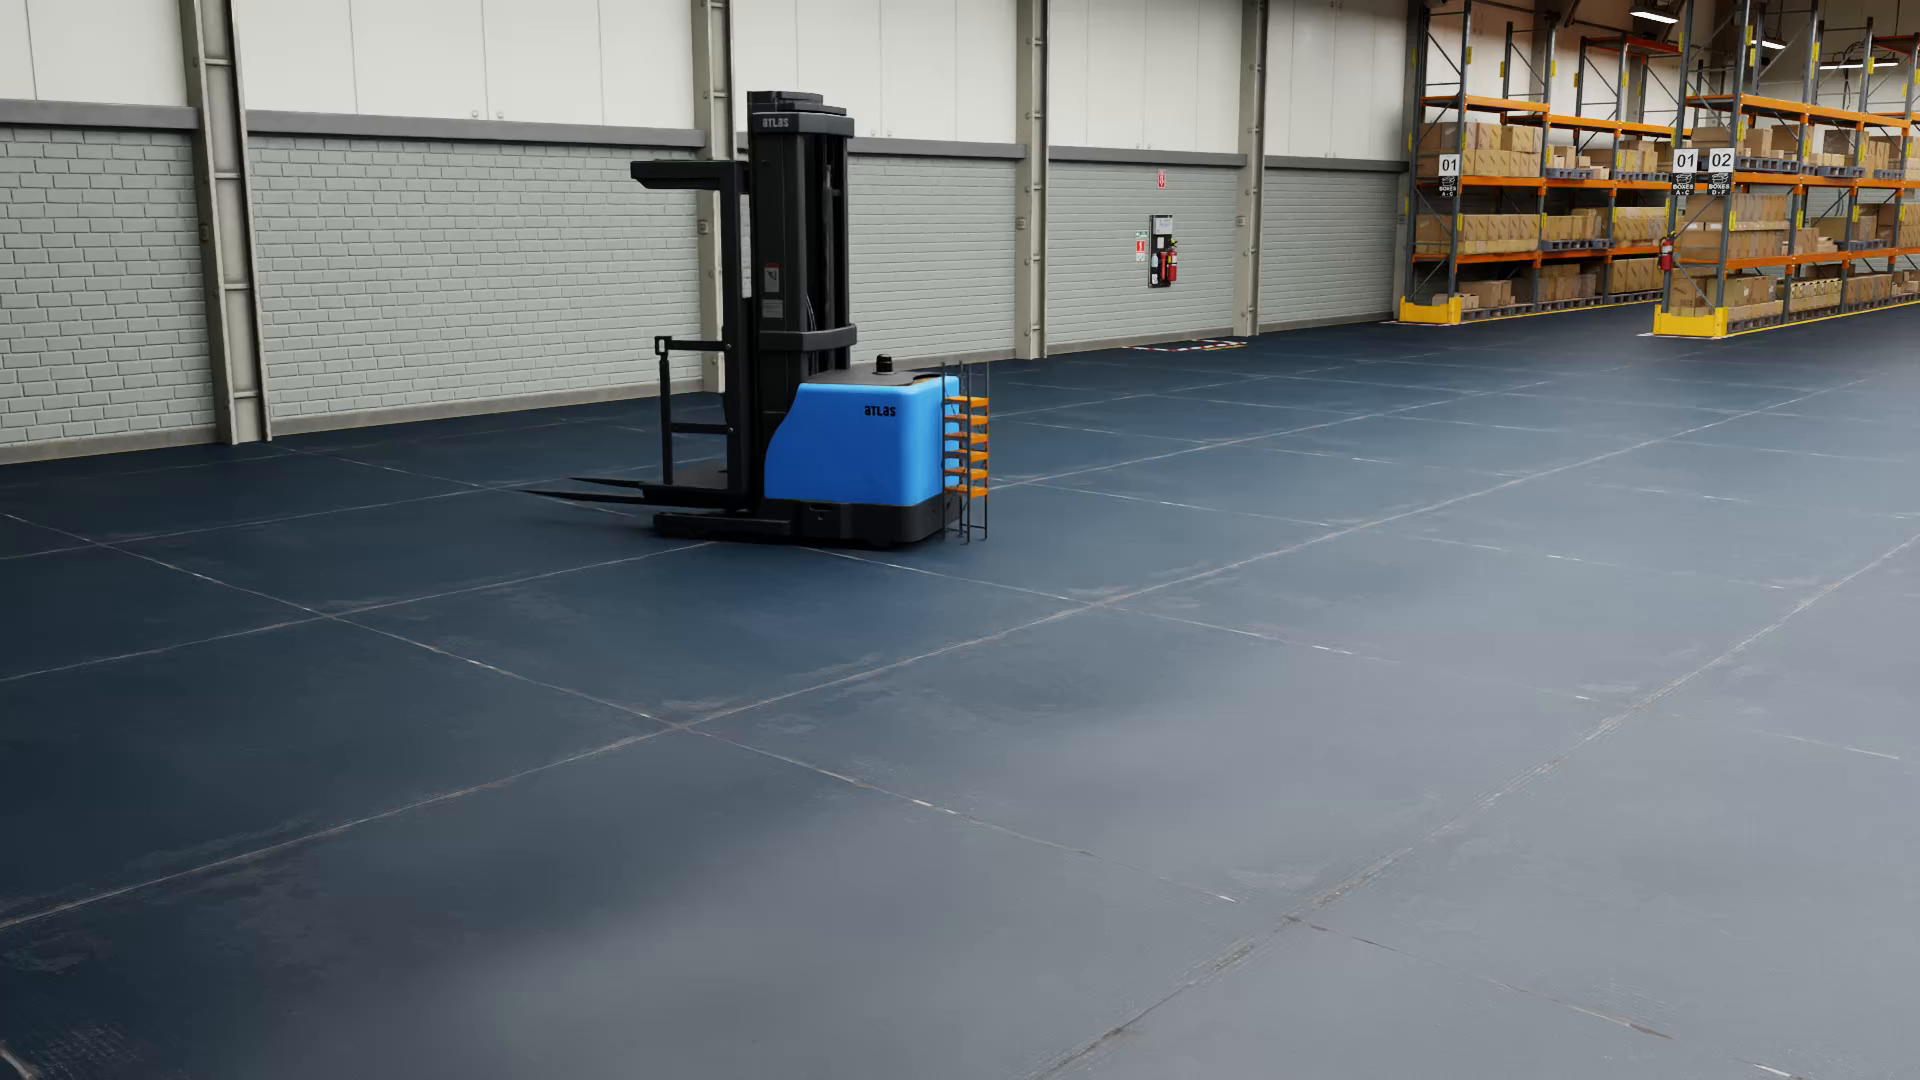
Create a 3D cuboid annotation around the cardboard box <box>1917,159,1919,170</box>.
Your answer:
[{"bbox_3d":[21.981,-8.692,38.520,0.500,0.250,0.500,10,15,40],"label":"cardboard box"}]

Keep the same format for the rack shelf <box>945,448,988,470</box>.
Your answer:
[{"bbox_3d":[0.033,-0.541,11.082,0.258,0.103,0.180,9,15,39],"label":"rack shelf"}]

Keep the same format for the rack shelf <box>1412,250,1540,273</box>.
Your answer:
[{"bbox_3d":[10.481,-5.680,33.829,1.077,0.370,4.000,10,15,40],"label":"rack shelf"}]

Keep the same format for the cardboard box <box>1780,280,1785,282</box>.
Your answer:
[{"bbox_3d":[16.581,-5.140,33.806,0.500,0.311,0.500,10,15,40],"label":"cardboard box"}]

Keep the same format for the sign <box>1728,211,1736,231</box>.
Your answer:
[{"bbox_3d":[13.297,-5.490,28.625,0.100,0.325,0.005,10,15,40],"label":"sign"}]

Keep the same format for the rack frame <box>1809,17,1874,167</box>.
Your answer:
[{"bbox_3d":[18.165,-9.218,34.386,1.000,3.000,0.127,10,15,40],"label":"rack frame"}]

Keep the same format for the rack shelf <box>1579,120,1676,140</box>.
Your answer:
[{"bbox_3d":[15.762,-9.603,39.173,1.077,0.370,4.000,10,15,40],"label":"rack shelf"}]

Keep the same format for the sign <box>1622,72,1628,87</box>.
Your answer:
[{"bbox_3d":[14.856,-10.286,37.147,0.100,0.325,0.005,10,15,40],"label":"sign"}]

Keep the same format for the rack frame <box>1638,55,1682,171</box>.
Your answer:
[{"bbox_3d":[17.082,-10.446,40.537,1.000,3.000,0.127,10,15,40],"label":"rack frame"}]

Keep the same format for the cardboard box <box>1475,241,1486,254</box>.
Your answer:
[{"bbox_3d":[10.053,-5.784,32.843,0.500,0.250,0.500,9,15,39],"label":"cardboard box"}]

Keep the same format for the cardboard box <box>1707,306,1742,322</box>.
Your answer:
[{"bbox_3d":[13.733,-4.081,29.931,0.500,0.250,0.500,10,15,40],"label":"cardboard box"}]

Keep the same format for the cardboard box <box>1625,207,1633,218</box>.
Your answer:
[{"bbox_3d":[15.289,-7.601,38.627,0.500,0.250,0.500,9,15,40],"label":"cardboard box"}]

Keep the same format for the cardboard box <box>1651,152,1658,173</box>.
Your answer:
[{"bbox_3d":[16.419,-9.125,40.201,0.700,0.500,0.500,9,14,37],"label":"cardboard box"}]

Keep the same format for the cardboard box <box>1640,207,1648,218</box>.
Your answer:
[{"bbox_3d":[15.948,-7.751,39.378,0.500,0.250,0.500,9,15,39],"label":"cardboard box"}]

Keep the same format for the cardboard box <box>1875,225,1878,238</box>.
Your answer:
[{"bbox_3d":[20.943,-7.020,38.445,0.500,0.500,0.500,10,15,41],"label":"cardboard box"}]

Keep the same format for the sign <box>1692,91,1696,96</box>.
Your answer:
[{"bbox_3d":[19.310,-11.643,43.740,0.100,0.325,0.005,10,15,40],"label":"sign"}]

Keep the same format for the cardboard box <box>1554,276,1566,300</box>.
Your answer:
[{"bbox_3d":[12.945,-5.580,36.749,0.700,0.500,0.500,10,15,41],"label":"cardboard box"}]

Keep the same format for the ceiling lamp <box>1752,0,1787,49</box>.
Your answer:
[{"bbox_3d":[18.639,-12.823,37.534,0.800,3.185,2.000,10,15,40],"label":"ceiling lamp"}]

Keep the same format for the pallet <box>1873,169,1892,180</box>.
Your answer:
[{"bbox_3d":[19.640,-8.003,36.444,1.213,0.211,1.003,10,15,40],"label":"pallet"}]

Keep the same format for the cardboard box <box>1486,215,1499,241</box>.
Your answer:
[{"bbox_3d":[10.381,-6.221,33.115,0.500,0.500,0.500,9,14,39],"label":"cardboard box"}]

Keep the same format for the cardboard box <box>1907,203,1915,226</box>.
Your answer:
[{"bbox_3d":[21.668,-7.513,38.358,0.500,0.500,0.500,9,15,39],"label":"cardboard box"}]

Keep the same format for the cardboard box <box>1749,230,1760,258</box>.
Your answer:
[{"bbox_3d":[14.222,-5.443,30.549,0.700,0.500,0.500,10,15,42],"label":"cardboard box"}]

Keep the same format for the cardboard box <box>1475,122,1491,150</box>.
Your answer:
[{"bbox_3d":[9.966,-7.851,32.345,0.500,0.500,0.500,10,15,40],"label":"cardboard box"}]

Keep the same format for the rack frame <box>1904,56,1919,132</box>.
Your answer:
[{"bbox_3d":[23.446,-10.395,40.279,1.000,3.000,0.127,10,15,40],"label":"rack frame"}]

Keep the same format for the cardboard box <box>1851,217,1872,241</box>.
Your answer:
[{"bbox_3d":[19.243,-6.748,36.010,0.500,0.500,0.700,-9,14,-37],"label":"cardboard box"}]

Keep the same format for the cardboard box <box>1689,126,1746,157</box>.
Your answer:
[{"bbox_3d":[13.267,-6.979,29.143,0.637,0.503,0.797,-11,16,-44],"label":"cardboard box"}]

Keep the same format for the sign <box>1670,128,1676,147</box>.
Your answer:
[{"bbox_3d":[12.486,-7.037,29.070,0.100,0.325,0.005,10,15,40],"label":"sign"}]

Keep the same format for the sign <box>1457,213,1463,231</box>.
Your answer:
[{"bbox_3d":[9.568,-6.093,31.849,0.100,0.325,0.005,10,15,40],"label":"sign"}]

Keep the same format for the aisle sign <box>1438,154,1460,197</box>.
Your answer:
[{"bbox_3d":[9.338,-6.964,31.783,0.394,0.787,0.004,10,15,40],"label":"aisle sign"}]

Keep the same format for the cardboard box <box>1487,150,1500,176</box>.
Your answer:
[{"bbox_3d":[10.290,-7.437,32.821,0.500,0.500,0.500,11,16,43],"label":"cardboard box"}]

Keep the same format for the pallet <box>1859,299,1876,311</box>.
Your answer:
[{"bbox_3d":[19.492,-5.192,36.667,1.003,0.211,1.213,10,15,40],"label":"pallet"}]

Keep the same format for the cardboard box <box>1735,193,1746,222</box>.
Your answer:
[{"bbox_3d":[13.580,-5.937,29.710,0.700,0.500,0.500,9,15,39],"label":"cardboard box"}]

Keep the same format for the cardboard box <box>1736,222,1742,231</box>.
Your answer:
[{"bbox_3d":[13.643,-5.572,29.536,0.380,0.149,0.250,10,15,41],"label":"cardboard box"}]

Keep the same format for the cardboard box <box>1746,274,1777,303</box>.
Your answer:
[{"bbox_3d":[15.044,-4.744,31.338,0.500,0.500,0.500,10,15,40],"label":"cardboard box"}]

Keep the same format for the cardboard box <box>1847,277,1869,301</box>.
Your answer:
[{"bbox_3d":[19.356,-5.447,36.082,0.500,0.500,0.500,10,15,40],"label":"cardboard box"}]

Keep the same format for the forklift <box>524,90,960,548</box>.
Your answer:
[{"bbox_3d":[-1.566,-1.537,11.424,3.031,2.935,1.130,4,12,18],"label":"forklift"}]

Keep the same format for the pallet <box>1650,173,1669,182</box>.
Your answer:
[{"bbox_3d":[16.514,-8.740,40.142,0.805,0.209,1.217,9,14,38],"label":"pallet"}]

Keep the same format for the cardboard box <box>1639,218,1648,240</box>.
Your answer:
[{"bbox_3d":[15.973,-7.385,39.462,0.500,0.500,0.500,10,15,42],"label":"cardboard box"}]

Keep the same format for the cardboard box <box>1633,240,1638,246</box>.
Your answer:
[{"bbox_3d":[15.837,-7.048,39.430,0.380,0.149,0.250,10,15,41],"label":"cardboard box"}]

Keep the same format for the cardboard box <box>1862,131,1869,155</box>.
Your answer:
[{"bbox_3d":[19.131,-8.500,35.641,0.500,0.500,0.500,10,15,40],"label":"cardboard box"}]

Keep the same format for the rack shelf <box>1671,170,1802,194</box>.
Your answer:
[{"bbox_3d":[14.204,-6.511,30.331,1.077,0.370,4.000,10,15,40],"label":"rack shelf"}]

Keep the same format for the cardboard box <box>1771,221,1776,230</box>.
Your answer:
[{"bbox_3d":[14.998,-5.873,31.046,0.380,0.149,0.250,10,15,40],"label":"cardboard box"}]

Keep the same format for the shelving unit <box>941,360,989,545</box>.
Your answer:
[{"bbox_3d":[0.033,-0.584,11.074,0.258,1.200,0.189,9,15,39],"label":"shelving unit"}]

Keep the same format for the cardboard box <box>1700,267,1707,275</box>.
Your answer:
[{"bbox_3d":[19.005,-6.883,43.326,0.700,0.500,0.500,10,15,40],"label":"cardboard box"}]

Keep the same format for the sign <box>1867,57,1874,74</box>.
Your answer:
[{"bbox_3d":[18.584,-9.682,33.923,0.100,0.325,0.005,10,15,40],"label":"sign"}]

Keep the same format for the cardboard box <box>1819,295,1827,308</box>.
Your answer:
[{"bbox_3d":[17.329,-4.875,33.906,0.500,0.250,0.500,10,15,42],"label":"cardboard box"}]

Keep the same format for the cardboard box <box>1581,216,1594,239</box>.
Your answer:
[{"bbox_3d":[13.790,-7.024,37.343,0.700,0.500,0.500,8,14,35],"label":"cardboard box"}]

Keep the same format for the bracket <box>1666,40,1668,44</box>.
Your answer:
[{"bbox_3d":[17.435,-12.441,41.336,0.235,0.232,0.430,10,15,40],"label":"bracket"}]

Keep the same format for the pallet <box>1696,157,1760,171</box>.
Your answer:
[{"bbox_3d":[13.370,-6.627,29.300,1.003,0.211,1.213,10,15,40],"label":"pallet"}]

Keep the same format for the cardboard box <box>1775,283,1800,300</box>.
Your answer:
[{"bbox_3d":[15.985,-4.848,32.344,0.500,0.311,0.500,10,15,41],"label":"cardboard box"}]

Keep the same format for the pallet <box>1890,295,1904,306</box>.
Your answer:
[{"bbox_3d":[21.260,-5.598,38.699,1.003,0.211,1.213,10,15,40],"label":"pallet"}]

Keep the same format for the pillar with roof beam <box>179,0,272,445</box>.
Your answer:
[{"bbox_3d":[-3.636,-4.808,12.307,9.100,9.000,0.400,10,15,40],"label":"pillar with roof beam"}]

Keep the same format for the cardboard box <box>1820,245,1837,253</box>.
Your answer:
[{"bbox_3d":[17.779,-5.985,34.157,0.380,0.149,0.250,10,15,40],"label":"cardboard box"}]

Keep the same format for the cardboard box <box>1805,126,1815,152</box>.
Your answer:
[{"bbox_3d":[16.320,-7.831,32.497,0.500,0.500,0.500,-10,15,-42],"label":"cardboard box"}]
